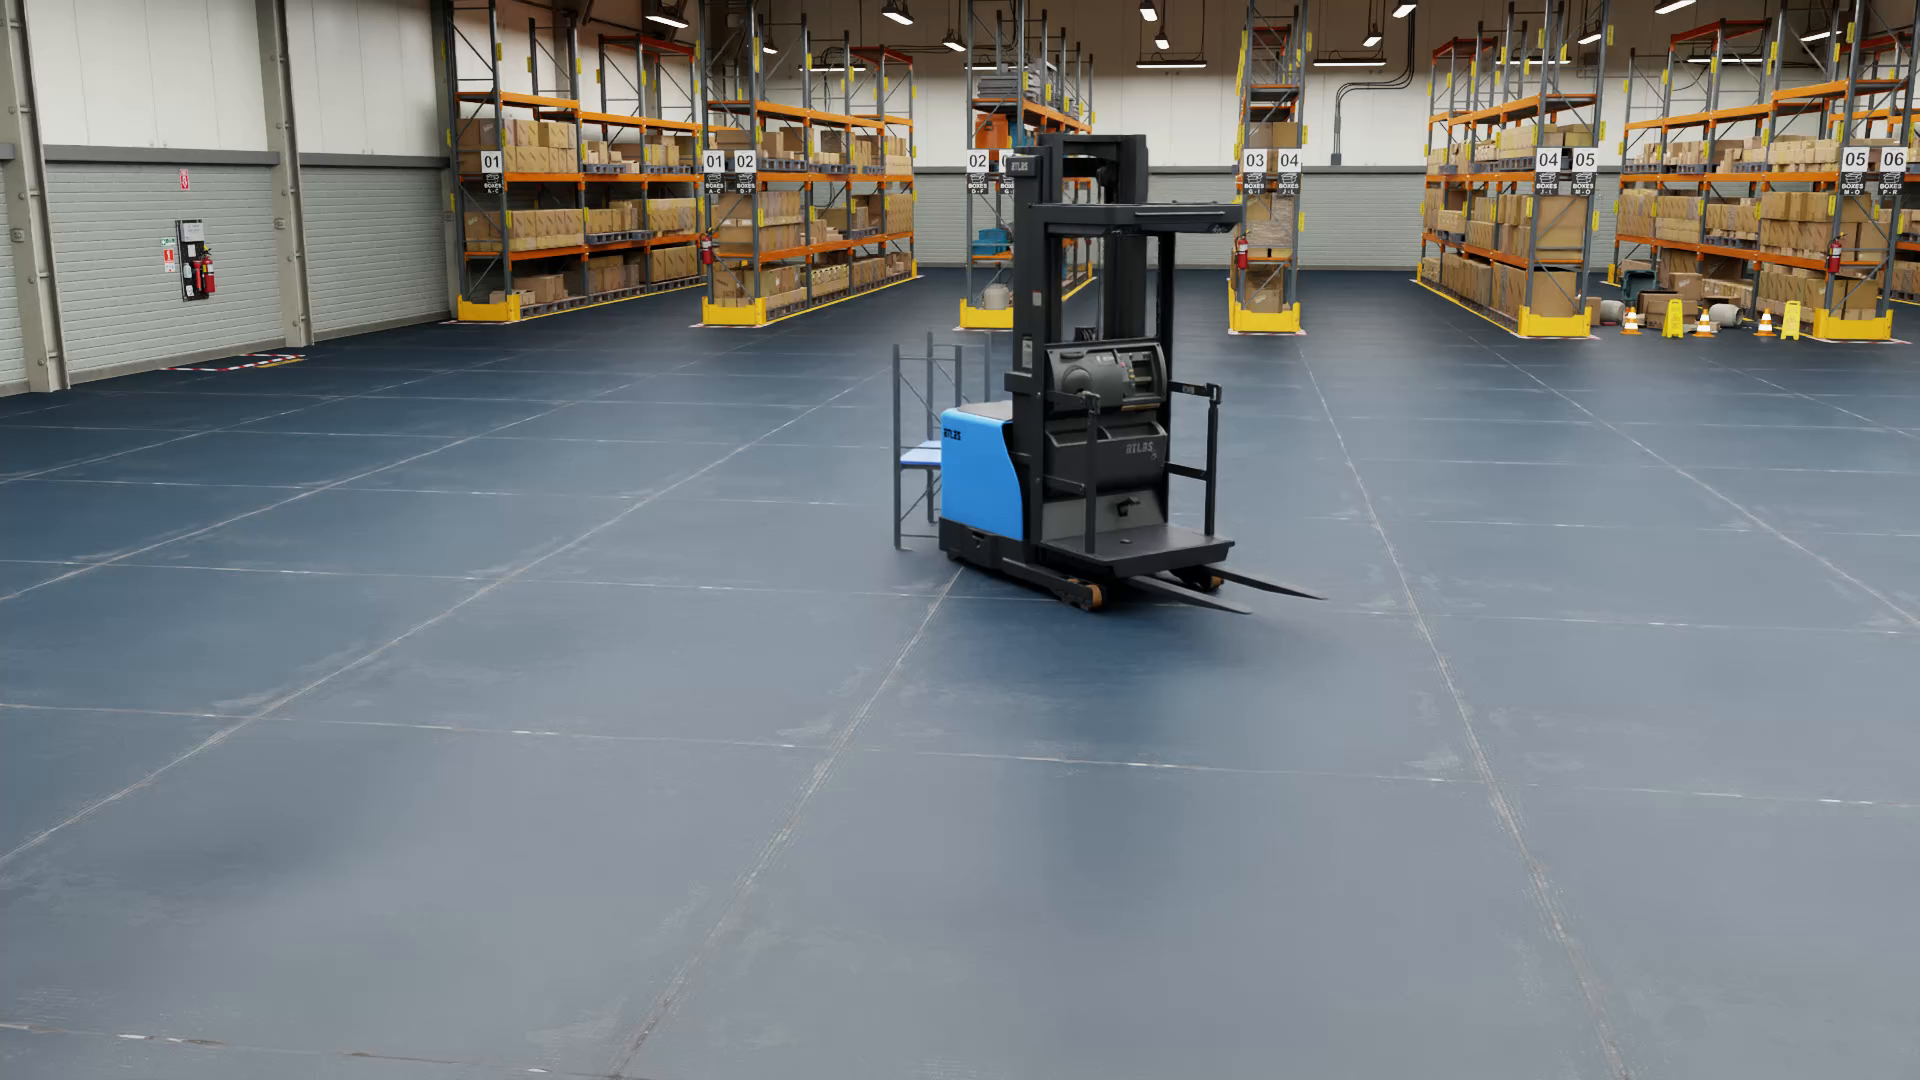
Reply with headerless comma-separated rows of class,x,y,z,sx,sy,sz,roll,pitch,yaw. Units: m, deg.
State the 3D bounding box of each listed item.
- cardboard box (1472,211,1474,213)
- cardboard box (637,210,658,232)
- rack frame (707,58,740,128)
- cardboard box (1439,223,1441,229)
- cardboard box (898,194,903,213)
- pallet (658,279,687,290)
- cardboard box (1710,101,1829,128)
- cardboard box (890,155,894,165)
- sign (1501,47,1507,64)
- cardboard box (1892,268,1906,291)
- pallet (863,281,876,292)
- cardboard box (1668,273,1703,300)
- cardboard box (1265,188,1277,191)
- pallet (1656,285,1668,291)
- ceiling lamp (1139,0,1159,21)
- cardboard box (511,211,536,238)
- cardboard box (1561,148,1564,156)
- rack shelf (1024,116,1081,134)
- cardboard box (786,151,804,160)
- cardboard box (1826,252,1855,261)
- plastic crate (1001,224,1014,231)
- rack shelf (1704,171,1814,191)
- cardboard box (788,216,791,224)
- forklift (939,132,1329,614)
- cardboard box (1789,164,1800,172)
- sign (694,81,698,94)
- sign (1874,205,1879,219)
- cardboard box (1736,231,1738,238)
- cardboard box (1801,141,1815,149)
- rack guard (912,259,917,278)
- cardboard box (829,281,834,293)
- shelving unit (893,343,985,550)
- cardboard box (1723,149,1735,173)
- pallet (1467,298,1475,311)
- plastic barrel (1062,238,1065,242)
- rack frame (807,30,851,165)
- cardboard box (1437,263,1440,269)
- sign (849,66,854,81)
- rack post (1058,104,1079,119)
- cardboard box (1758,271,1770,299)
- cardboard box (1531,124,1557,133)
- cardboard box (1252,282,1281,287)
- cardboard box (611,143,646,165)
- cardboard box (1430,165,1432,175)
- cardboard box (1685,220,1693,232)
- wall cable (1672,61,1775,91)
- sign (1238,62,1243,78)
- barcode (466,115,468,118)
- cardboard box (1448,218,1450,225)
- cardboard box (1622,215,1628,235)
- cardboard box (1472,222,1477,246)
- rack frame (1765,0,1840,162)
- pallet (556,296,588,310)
cardboard box,12.220,-7.628,38.957,0.380,0.149,0.250,1,12,7
cardboard box,-7.604,-7.688,40.054,0.500,0.500,0.500,2,12,10
rack frame,-6.701,-11.989,46.763,1.000,3.000,0.127,2,12,9
cardboard box,11.700,-7.518,39.856,0.380,0.149,0.250,2,12,10
cardboard box,-1.834,-9.012,44.581,0.500,0.500,0.500,2,12,10
pallet,-7.546,-6.442,41.887,1.003,0.211,1.213,2,12,9
cardboard box,18.422,-7.283,33.410,5.531,2.825,4.007,2,12,9
cardboard box,-2.026,-9.898,43.353,0.500,0.250,0.500,2,12,9
sign,10.484,-9.338,32.058,0.100,0.325,0.005,2,12,9
cardboard box,21.614,-5.936,37.853,0.500,0.500,0.500,2,12,7
pallet,-2.694,-6.275,41.111,1.003,0.211,1.213,2,12,9
cardboard box,14.165,-4.955,32.502,0.500,0.500,0.500,2,12,9
cardboard box,6.397,-6.736,34.209,1.000,1.000,1.000,2,12,9
pallet,17.115,-5.895,39.344,1.003,0.211,1.213,2,12,9
ceiling lamp,3.987,-11.905,32.517,0.800,3.185,2.000,2,12,9
cardboard box,-8.706,-6.221,32.767,0.500,0.500,0.500,2,12,9
cardboard box,10.892,-6.879,29.534,0.380,0.149,0.250,2,12,9
rack shelf,2.165,-9.872,39.596,1.077,0.370,4.000,2,12,9
cardboard box,-3.547,-8.125,35.312,0.500,0.250,0.500,3,13,15
cardboard box,15.159,-4.885,28.636,0.380,0.149,0.250,2,12,11
plastic crate,1.014,-6.379,34.821,0.402,0.464,0.583,2,12,9
rack shelf,16.236,-7.286,33.771,1.077,0.370,4.000,2,12,9
cardboard box,-3.640,-6.489,33.706,0.380,0.149,0.250,2,12,8
forklift,1.080,-1.102,10.649,1.130,2.935,3.031,-8,14,-33
cardboard box,15.353,-6.777,30.294,0.380,0.149,0.250,2,12,8
sign,-6.779,-11.636,42.722,0.100,0.325,0.005,2,12,9
sign,21.527,-7.700,39.048,0.100,0.325,0.005,2,12,9
cardboard box,15.906,-6.166,33.584,0.380,0.149,0.250,2,12,9
cardboard box,15.276,-7.056,29.700,0.380,0.149,0.250,2,12,10
rack guard,-1.818,-7.659,46.844,1.175,0.500,0.348,2,12,9
cardboard box,-3.109,-5.656,37.146,0.500,0.250,0.500,2,12,10
shelving unit,-0.123,-0.763,12.473,0.500,1.500,1.039,3,12,12
cardboard box,16.388,-7.906,34.703,0.700,0.500,0.500,2,12,9
pallet,11.251,-4.949,34.959,1.003,0.211,1.213,2,12,9
plastic barrel,2.085,-7.030,37.670,0.600,0.536,0.708,2,12,9
rack frame,-3.036,-10.164,38.294,1.000,3.000,0.127,2,12,9
cardboard box,12.050,-6.800,41.283,0.380,0.149,0.250,2,12,9
sign,-2.487,-10.680,38.099,0.100,0.325,0.005,2,12,9
rack post,2.287,-10.165,39.488,0.937,0.300,0.954,3,13,15
cardboard box,15.571,-4.869,31.717,0.500,0.500,0.500,2,12,11
cardboard box,10.123,-7.131,28.811,0.380,0.149,0.250,2,12,9
cardboard box,5.937,-4.727,32.243,0.500,0.500,0.500,1,12,4
cardboard box,-7.915,-9.222,39.763,0.700,0.500,0.500,1,12,4
cardboard box,12.460,-9.591,43.114,0.500,0.250,0.500,2,12,10
cardboard box,16.442,-6.975,36.908,0.500,0.250,0.500,2,12,7
wall cable,21.860,-12.275,48.001,2.988,3.039,0.133,2,12,9
sign,6.203,-10.393,36.766,0.100,0.325,0.005,2,12,9
barcode,-9.547,-8.187,32.206,0.001,0.075,0.075,2,12,9
cardboard box,11.459,-7.342,38.333,0.380,0.149,0.250,2,12,10
cardboard box,17.366,-8.106,42.747,0.500,0.500,0.500,2,12,8
cardboard box,11.148,-6.481,35.208,0.500,0.500,0.500,2,12,9
rack frame,15.928,-8.688,31.448,1.000,3.000,0.127,2,12,9
pallet,-8.615,-5.054,35.444,1.003,0.211,1.213,2,12,9
